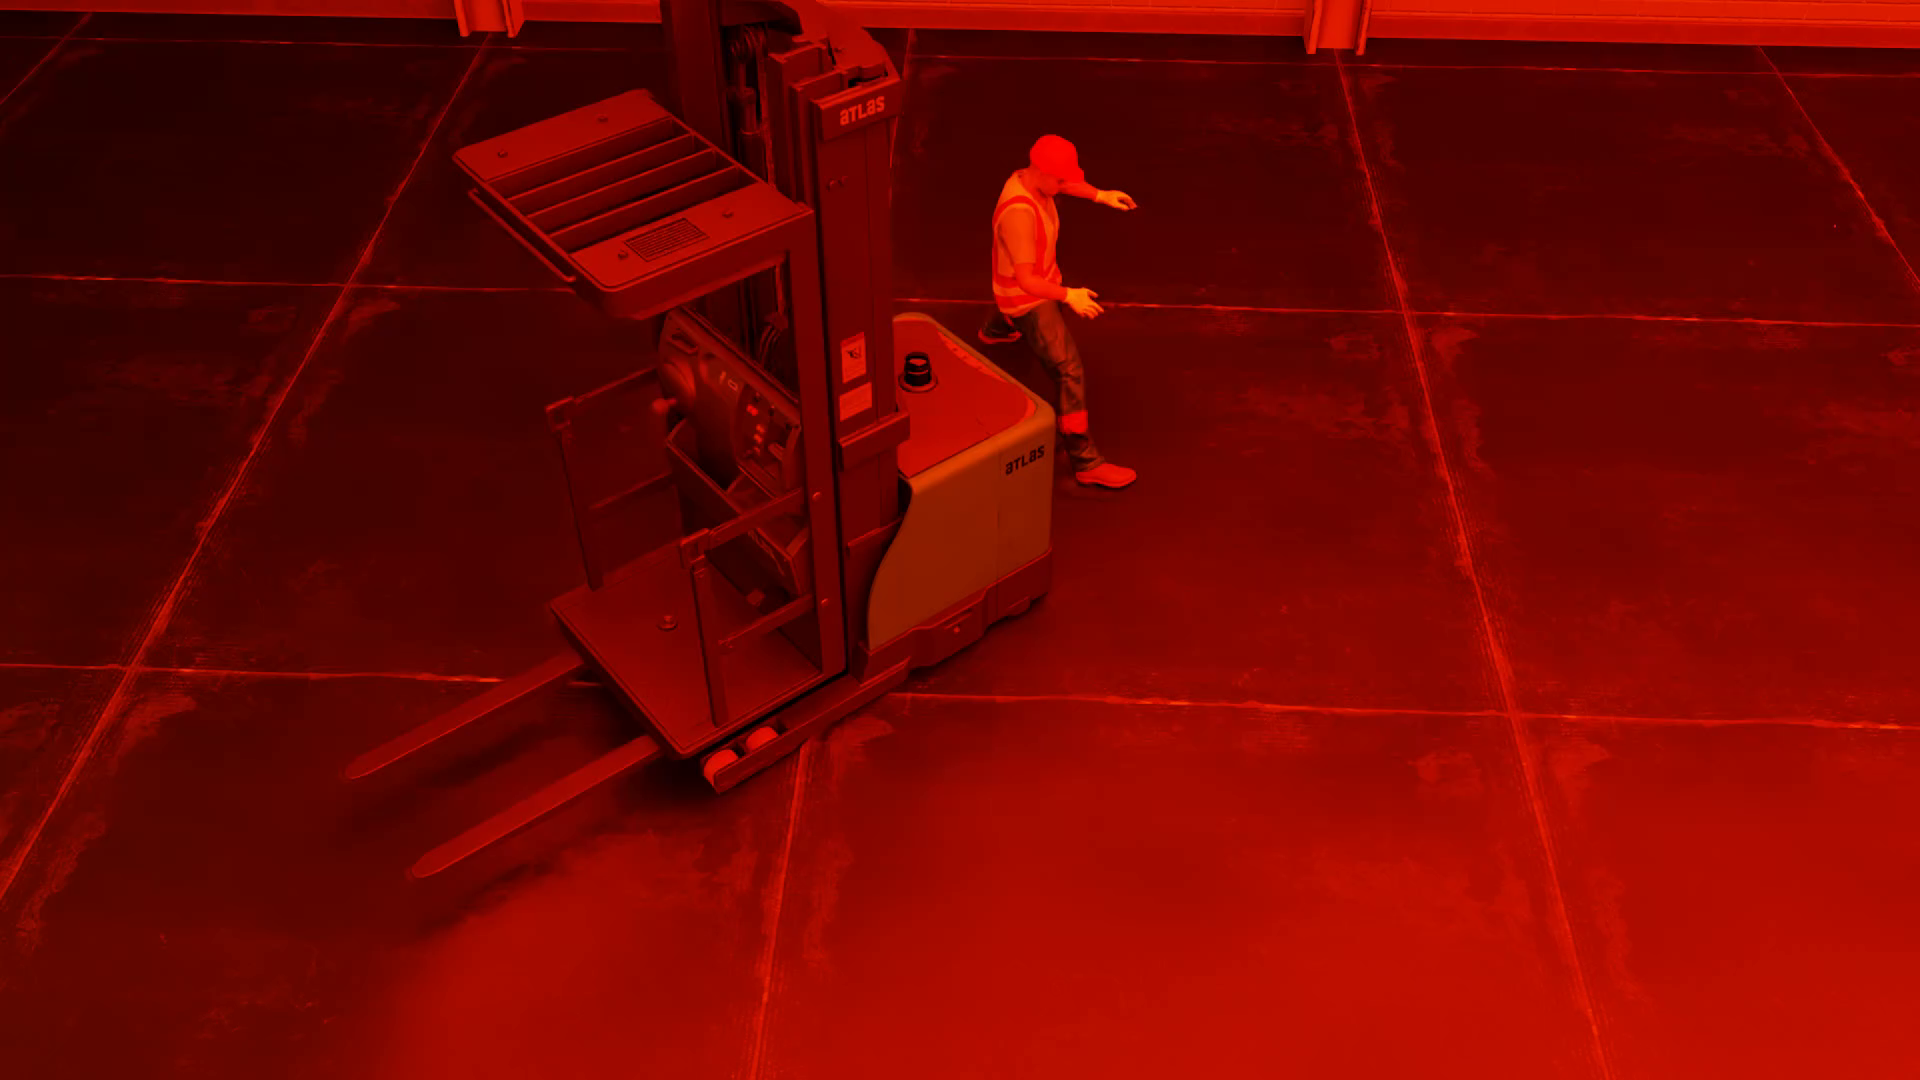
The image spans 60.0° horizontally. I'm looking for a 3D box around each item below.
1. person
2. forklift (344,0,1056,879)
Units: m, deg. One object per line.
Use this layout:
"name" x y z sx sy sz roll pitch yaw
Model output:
"person" 0.494 -1.286 8.148 0.968 1.560 1.239 7 43 8
"forklift" -1.050 -0.466 6.253 3.031 2.935 1.130 -28 49 -27
